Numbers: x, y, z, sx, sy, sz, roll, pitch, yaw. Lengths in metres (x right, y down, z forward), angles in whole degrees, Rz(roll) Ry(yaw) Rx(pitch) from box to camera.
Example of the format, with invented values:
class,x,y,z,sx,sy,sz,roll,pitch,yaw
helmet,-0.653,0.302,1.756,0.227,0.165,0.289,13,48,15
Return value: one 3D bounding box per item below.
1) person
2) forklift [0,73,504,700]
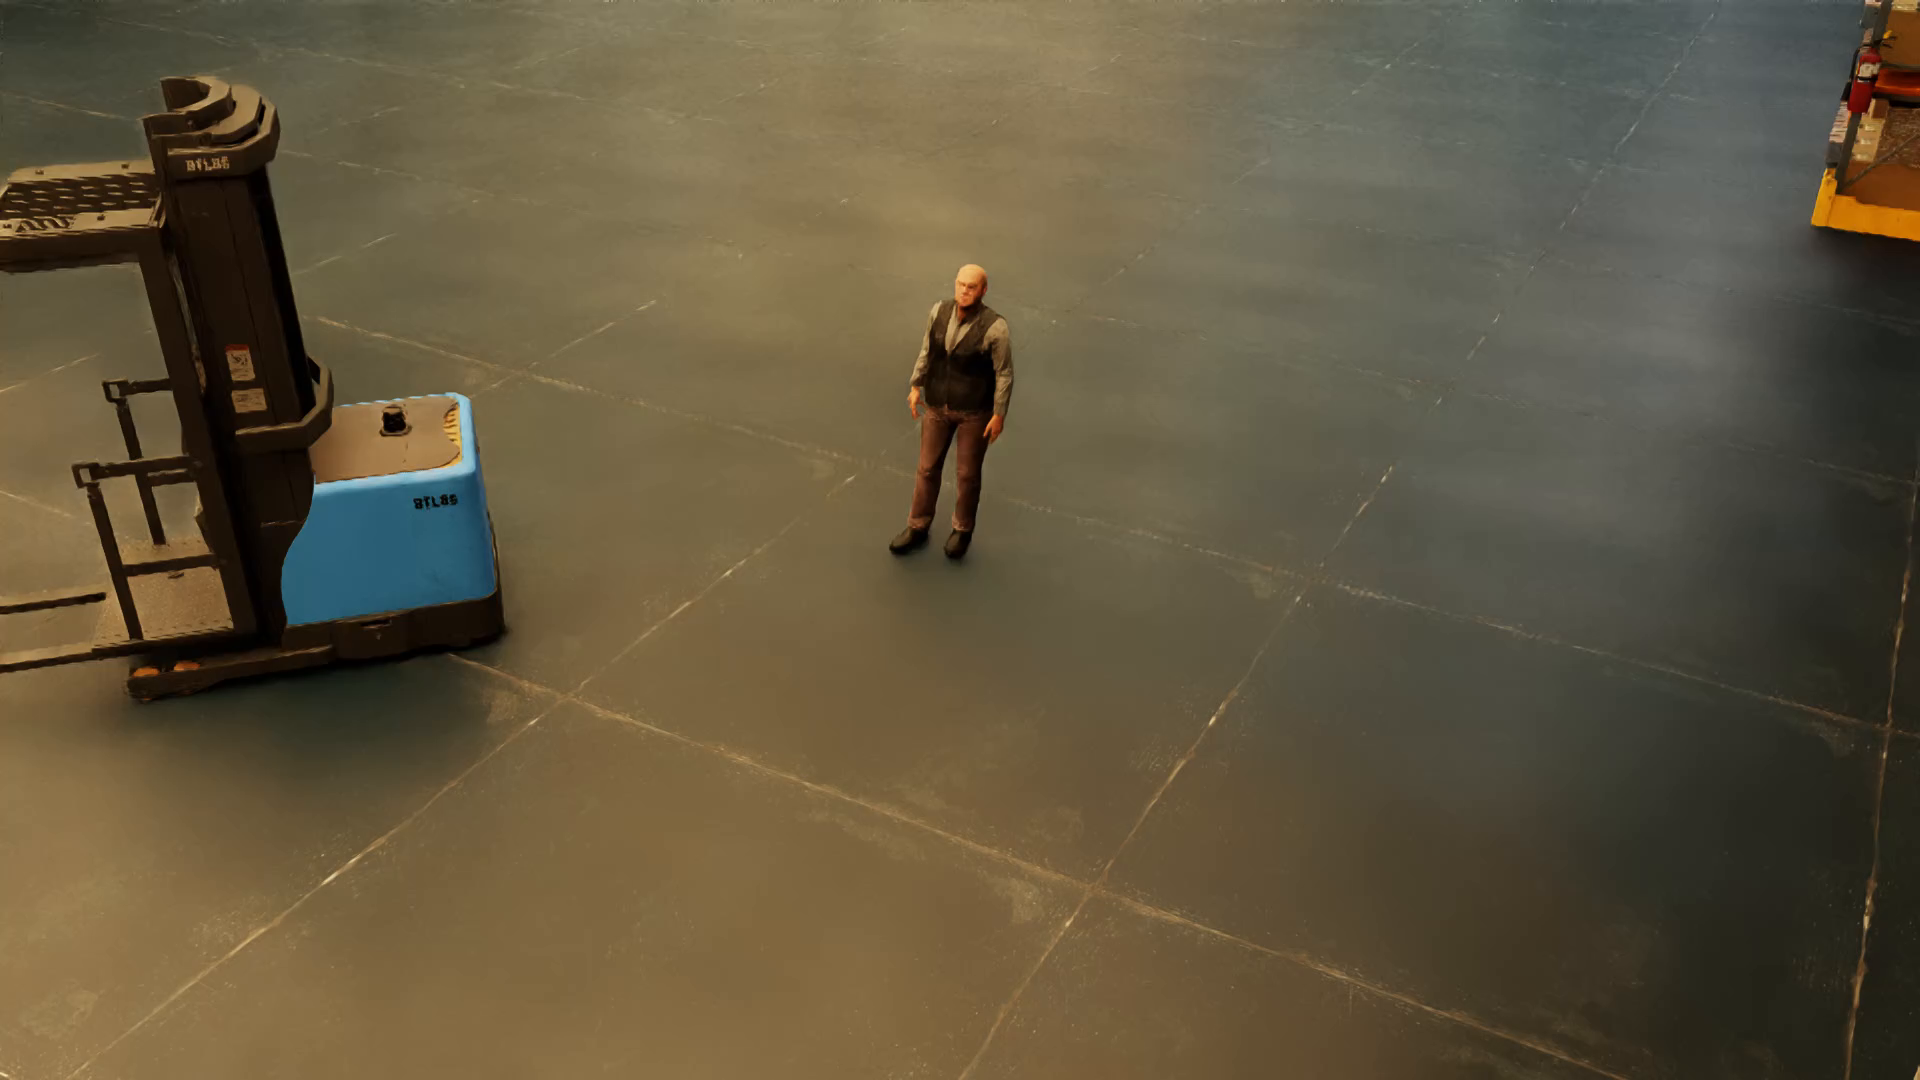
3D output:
class,x,y,z,sx,sy,sz,roll,pitch,yaw
person,-0.037,-0.726,9.525,0.632,1.720,0.567,15,33,25
forklift,-4.057,-0.740,8.352,3.031,2.935,1.130,-8,31,-14
